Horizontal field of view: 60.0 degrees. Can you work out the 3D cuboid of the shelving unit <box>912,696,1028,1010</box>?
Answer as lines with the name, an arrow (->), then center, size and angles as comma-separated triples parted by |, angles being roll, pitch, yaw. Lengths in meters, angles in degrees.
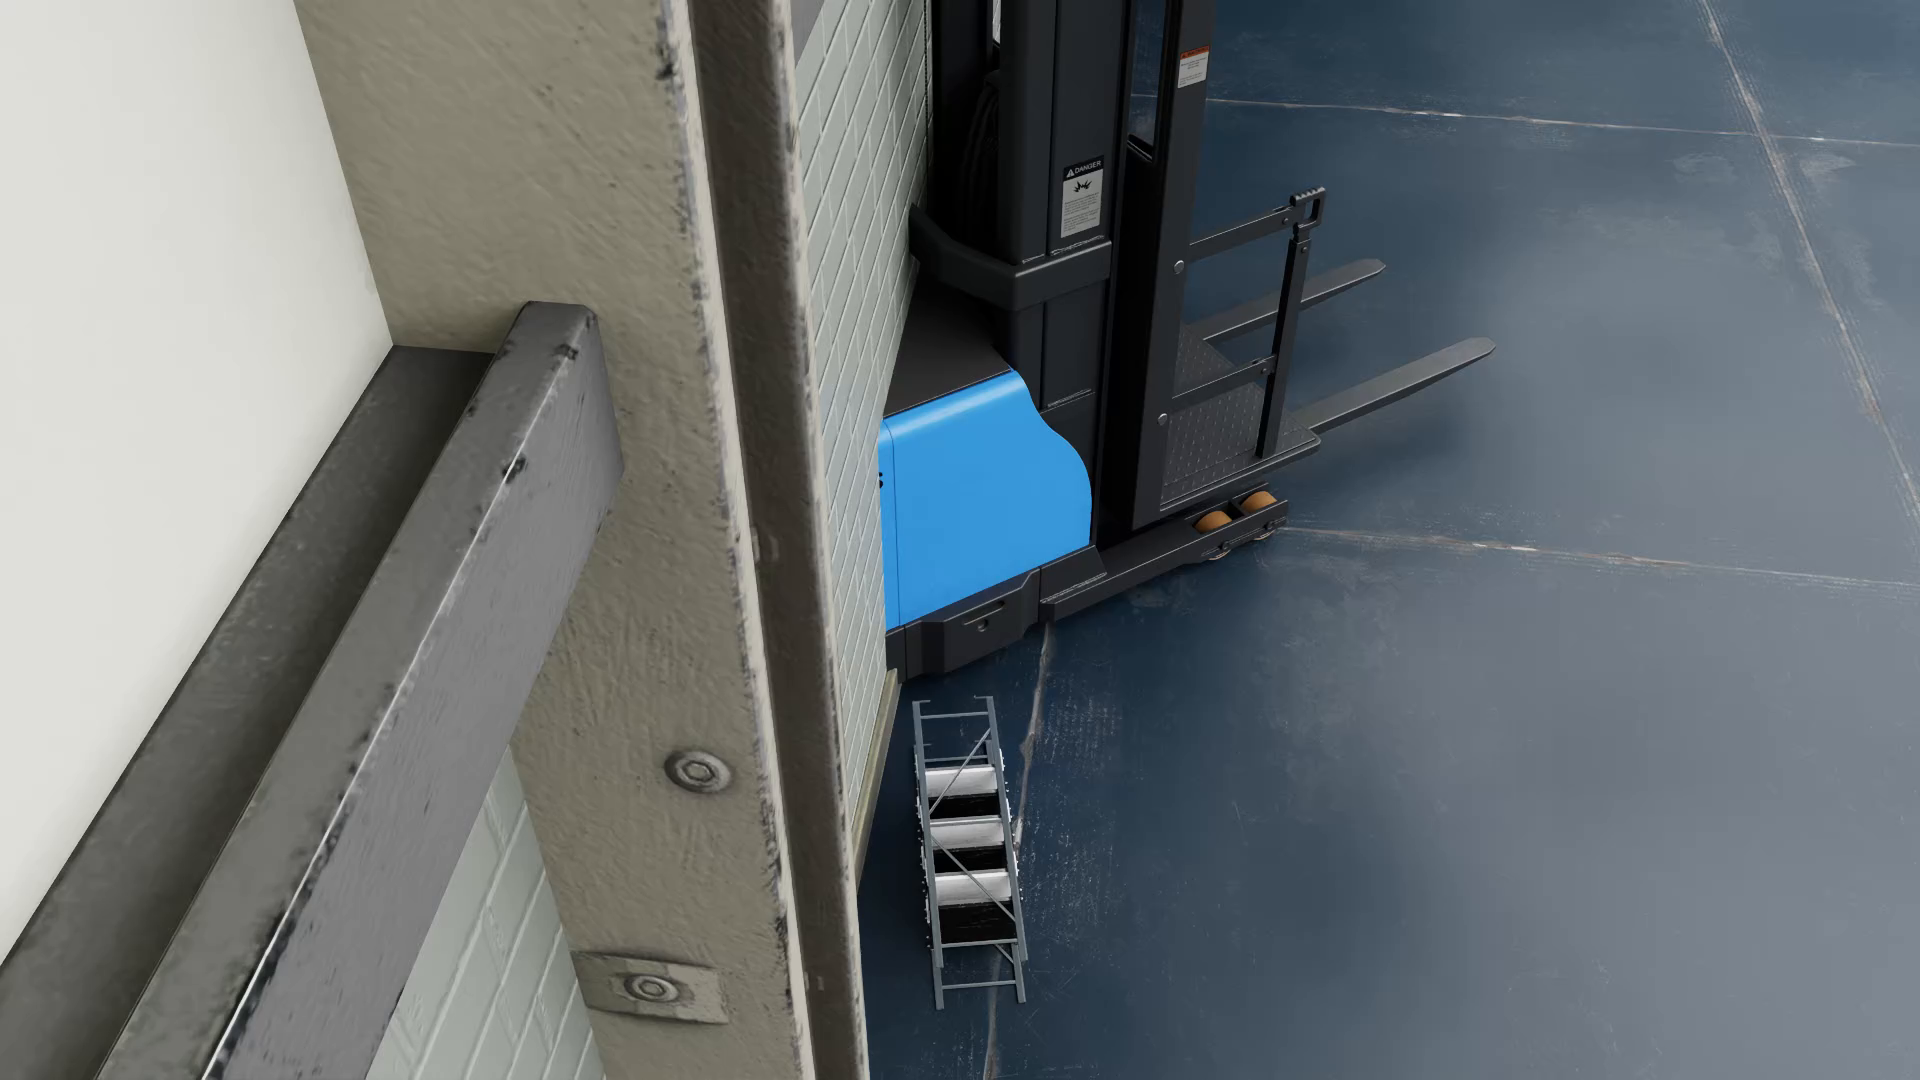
shelving unit -> 0.017, 0.857, 4.686 | 0.258, 0.210, 0.900 | -3, 44, -4

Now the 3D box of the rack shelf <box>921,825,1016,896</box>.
rack shelf -> 0.022, 0.896, 4.646 | 0.258, 0.200, 0.077 | -3, 44, -4

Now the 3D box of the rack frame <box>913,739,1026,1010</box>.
rack frame -> 0.017, 0.930, 4.757 | 0.240, 0.006, 0.900 | -3, 44, -4

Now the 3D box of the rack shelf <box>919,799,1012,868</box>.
rack shelf -> 0.014, 0.834, 4.710 | 0.258, 0.200, 0.077 | -3, 44, -4

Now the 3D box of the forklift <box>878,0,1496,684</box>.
forklift -> 0.533, -1.286, 4.976 | 3.031, 2.935, 1.130 | -23, 48, -22

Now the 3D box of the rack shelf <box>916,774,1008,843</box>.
rack shelf -> 0.006, 0.772, 4.775 | 0.258, 0.200, 0.077 | -3, 44, -4

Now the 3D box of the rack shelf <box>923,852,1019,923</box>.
rack shelf -> 0.030, 0.959, 4.581 | 0.258, 0.200, 0.077 | -3, 44, -4

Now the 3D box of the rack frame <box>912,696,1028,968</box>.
rack frame -> 0.017, 0.784, 4.616 | 0.240, 0.006, 0.900 | -3, 44, -4

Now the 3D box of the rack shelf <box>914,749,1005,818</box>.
rack shelf -> -0.002, 0.710, 4.839 | 0.258, 0.200, 0.077 | -3, 44, -4

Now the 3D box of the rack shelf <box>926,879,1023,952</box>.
rack shelf -> 0.038, 1.021, 4.517 | 0.258, 0.200, 0.077 | -3, 44, -4
